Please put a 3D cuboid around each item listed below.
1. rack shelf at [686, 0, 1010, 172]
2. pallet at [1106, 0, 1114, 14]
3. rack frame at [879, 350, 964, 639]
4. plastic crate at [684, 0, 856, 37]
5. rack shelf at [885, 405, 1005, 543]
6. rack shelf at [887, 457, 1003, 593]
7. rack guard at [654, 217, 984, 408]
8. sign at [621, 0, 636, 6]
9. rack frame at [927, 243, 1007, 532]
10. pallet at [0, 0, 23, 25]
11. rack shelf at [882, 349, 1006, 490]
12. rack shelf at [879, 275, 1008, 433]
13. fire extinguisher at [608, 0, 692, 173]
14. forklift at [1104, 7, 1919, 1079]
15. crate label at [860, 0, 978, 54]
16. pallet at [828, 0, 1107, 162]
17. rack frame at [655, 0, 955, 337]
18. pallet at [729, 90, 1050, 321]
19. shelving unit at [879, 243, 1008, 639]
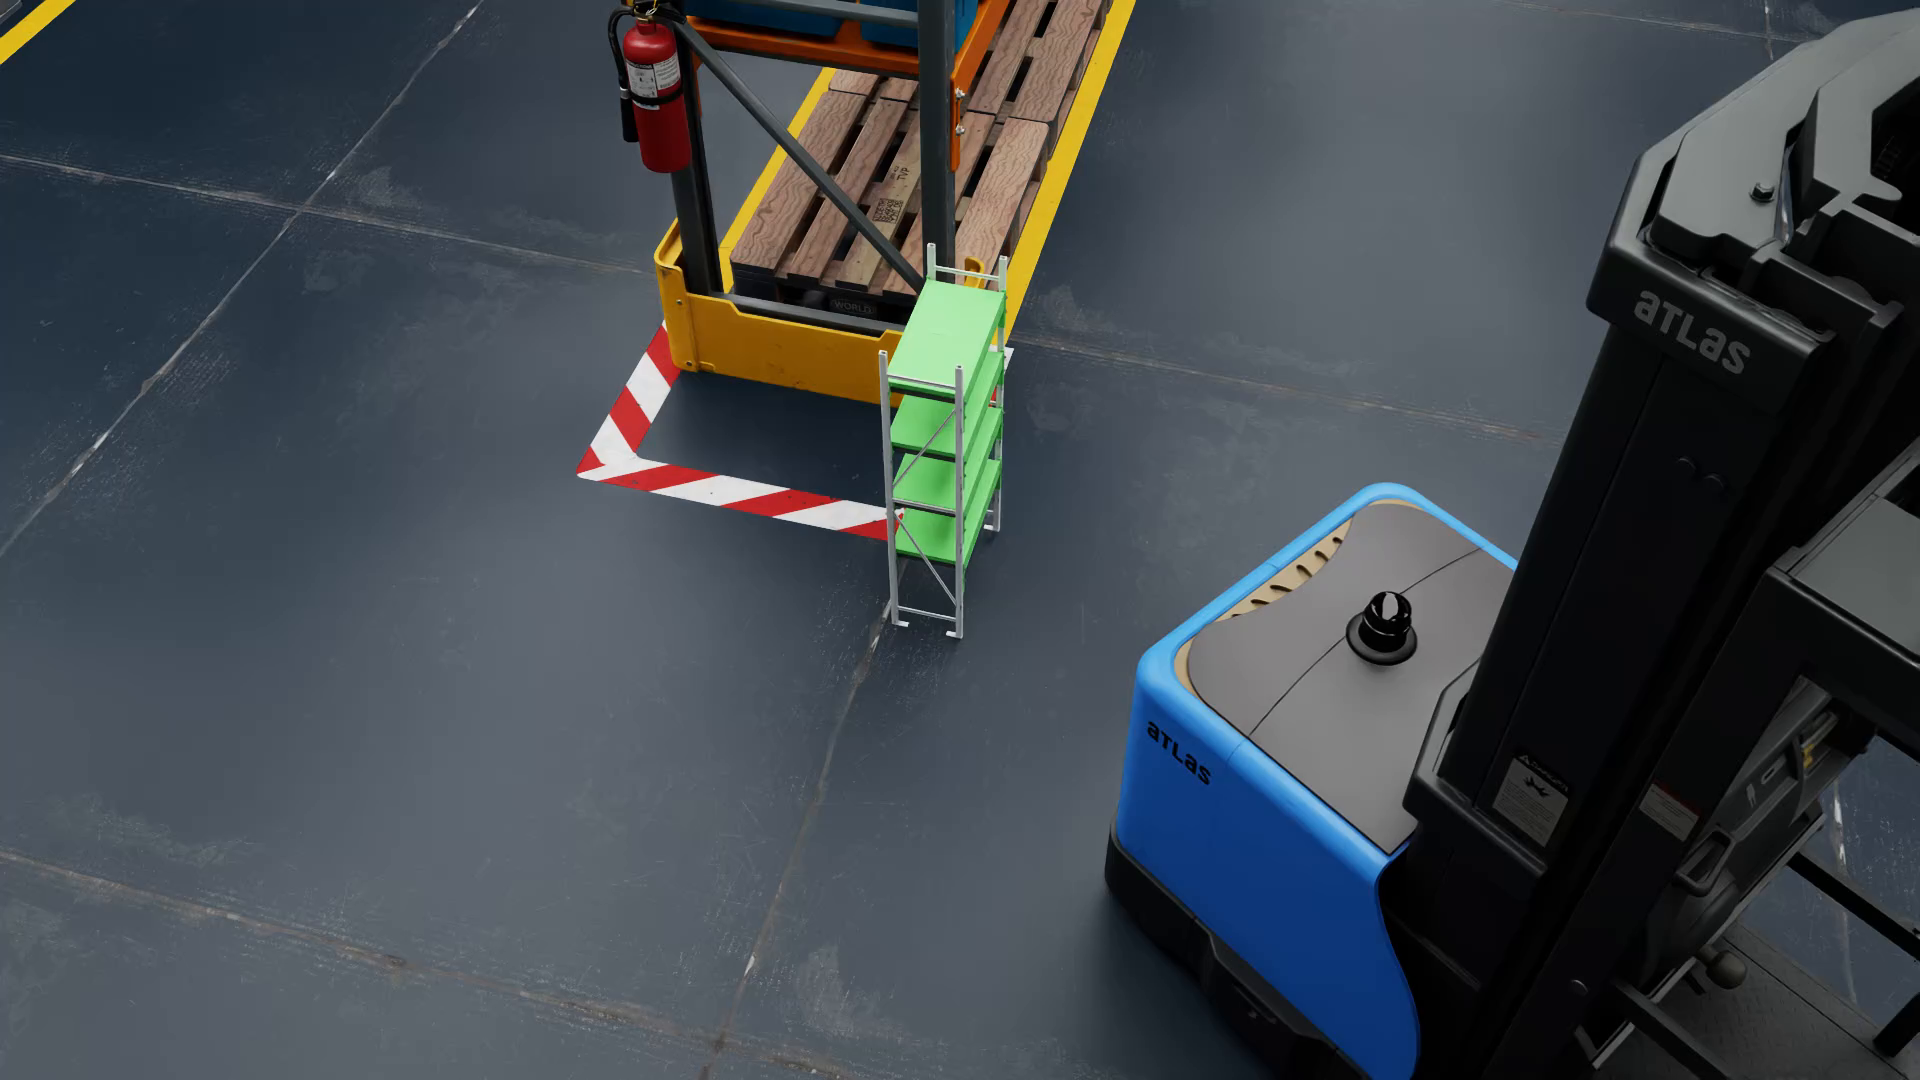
[{"bbox_3d":[0.013,-2.890,6.780,1.077,0.370,4.000,12,50,10],"label":"rack shelf"},{"bbox_3d":[0.383,-3.113,8.357,1.003,0.211,1.213,12,50,10],"label":"pallet"},{"bbox_3d":[-0.108,-0.101,5.039,0.240,1.200,0.015,12,50,10],"label":"rack frame"},{"bbox_3d":[-0.606,-1.992,5.444,0.616,0.435,0.499,12,50,10],"label":"plastic crate"},{"bbox_3d":[-0.044,-0.235,5.242,0.258,0.148,0.480,12,50,10],"label":"rack shelf"},{"bbox_3d":[-0.044,-0.076,5.422,0.258,0.148,0.480,12,50,10],"label":"rack shelf"},{"bbox_3d":[-0.507,-0.835,6.153,1.175,0.500,0.348,12,50,10],"label":"rack guard"},{"bbox_3d":[-1.049,-1.833,5.258,0.100,0.325,0.005,12,50,10],"label":"sign"},{"bbox_3d":[0.021,-0.454,5.350,0.240,1.200,0.015,12,50,10],"label":"rack frame"},{"bbox_3d":[-5.157,-2.330,7.666,1.003,0.211,1.213,12,50,10],"label":"pallet"},{"bbox_3d":[-0.044,-0.394,5.062,0.258,0.148,0.480,12,50,10],"label":"rack shelf"},{"bbox_3d":[-0.044,-0.553,4.882,0.258,0.148,0.480,12,50,10],"label":"rack shelf"},{"bbox_3d":[-0.992,-1.513,5.385,0.296,0.674,0.183,12,50,10],"label":"fire extinguisher"},{"bbox_3d":[1.768,0.628,3.241,1.130,2.935,3.031,-33,56,-26],"label":"forklift"},{"bbox_3d":[-0.131,-1.760,5.374,0.416,0.233,0.303,12,50,10],"label":"crate label"},{"bbox_3d":[0.064,-2.228,7.575,1.003,0.211,1.213,12,50,10],"label":"pallet"},{"bbox_3d":[-0.514,-1.682,5.234,1.000,3.000,0.127,12,50,10],"label":"rack frame"},{"bbox_3d":[-0.259,-1.348,6.799,1.003,0.211,1.213,12,50,10],"label":"pallet"},{"bbox_3d":[-0.044,-0.277,5.194,0.258,1.200,0.503,12,50,10],"label":"shelving unit"}]
